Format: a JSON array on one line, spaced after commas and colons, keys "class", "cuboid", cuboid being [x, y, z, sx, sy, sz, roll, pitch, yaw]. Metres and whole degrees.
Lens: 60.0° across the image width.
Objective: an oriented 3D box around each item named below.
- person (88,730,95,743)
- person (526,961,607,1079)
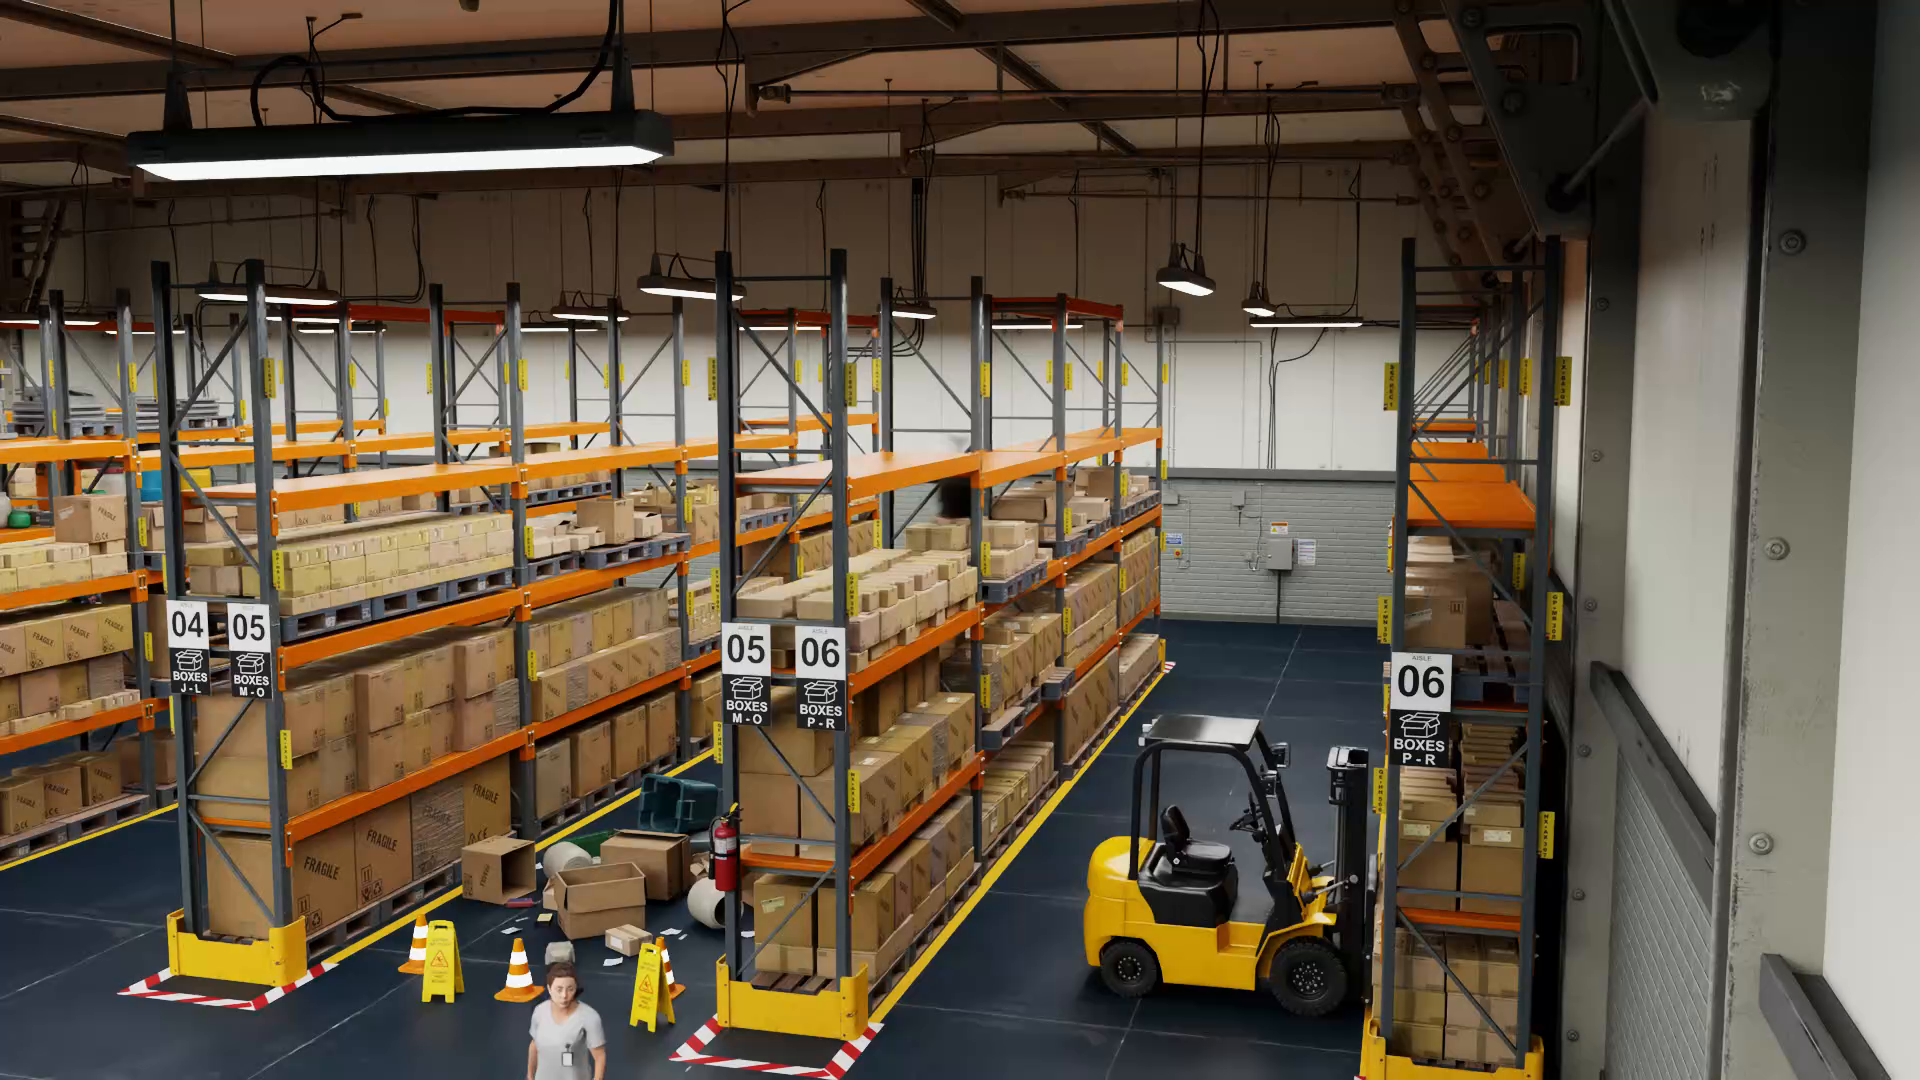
[{"class": "person", "cuboid": [-11.951, 1.983, 22.897, 0.609, 1.627, 0.924, -1, 6, -9]}, {"class": "person", "cuboid": [-2.376, 3.301, 9.974, 0.567, 1.640, 0.536, 0, 6, 2]}]
